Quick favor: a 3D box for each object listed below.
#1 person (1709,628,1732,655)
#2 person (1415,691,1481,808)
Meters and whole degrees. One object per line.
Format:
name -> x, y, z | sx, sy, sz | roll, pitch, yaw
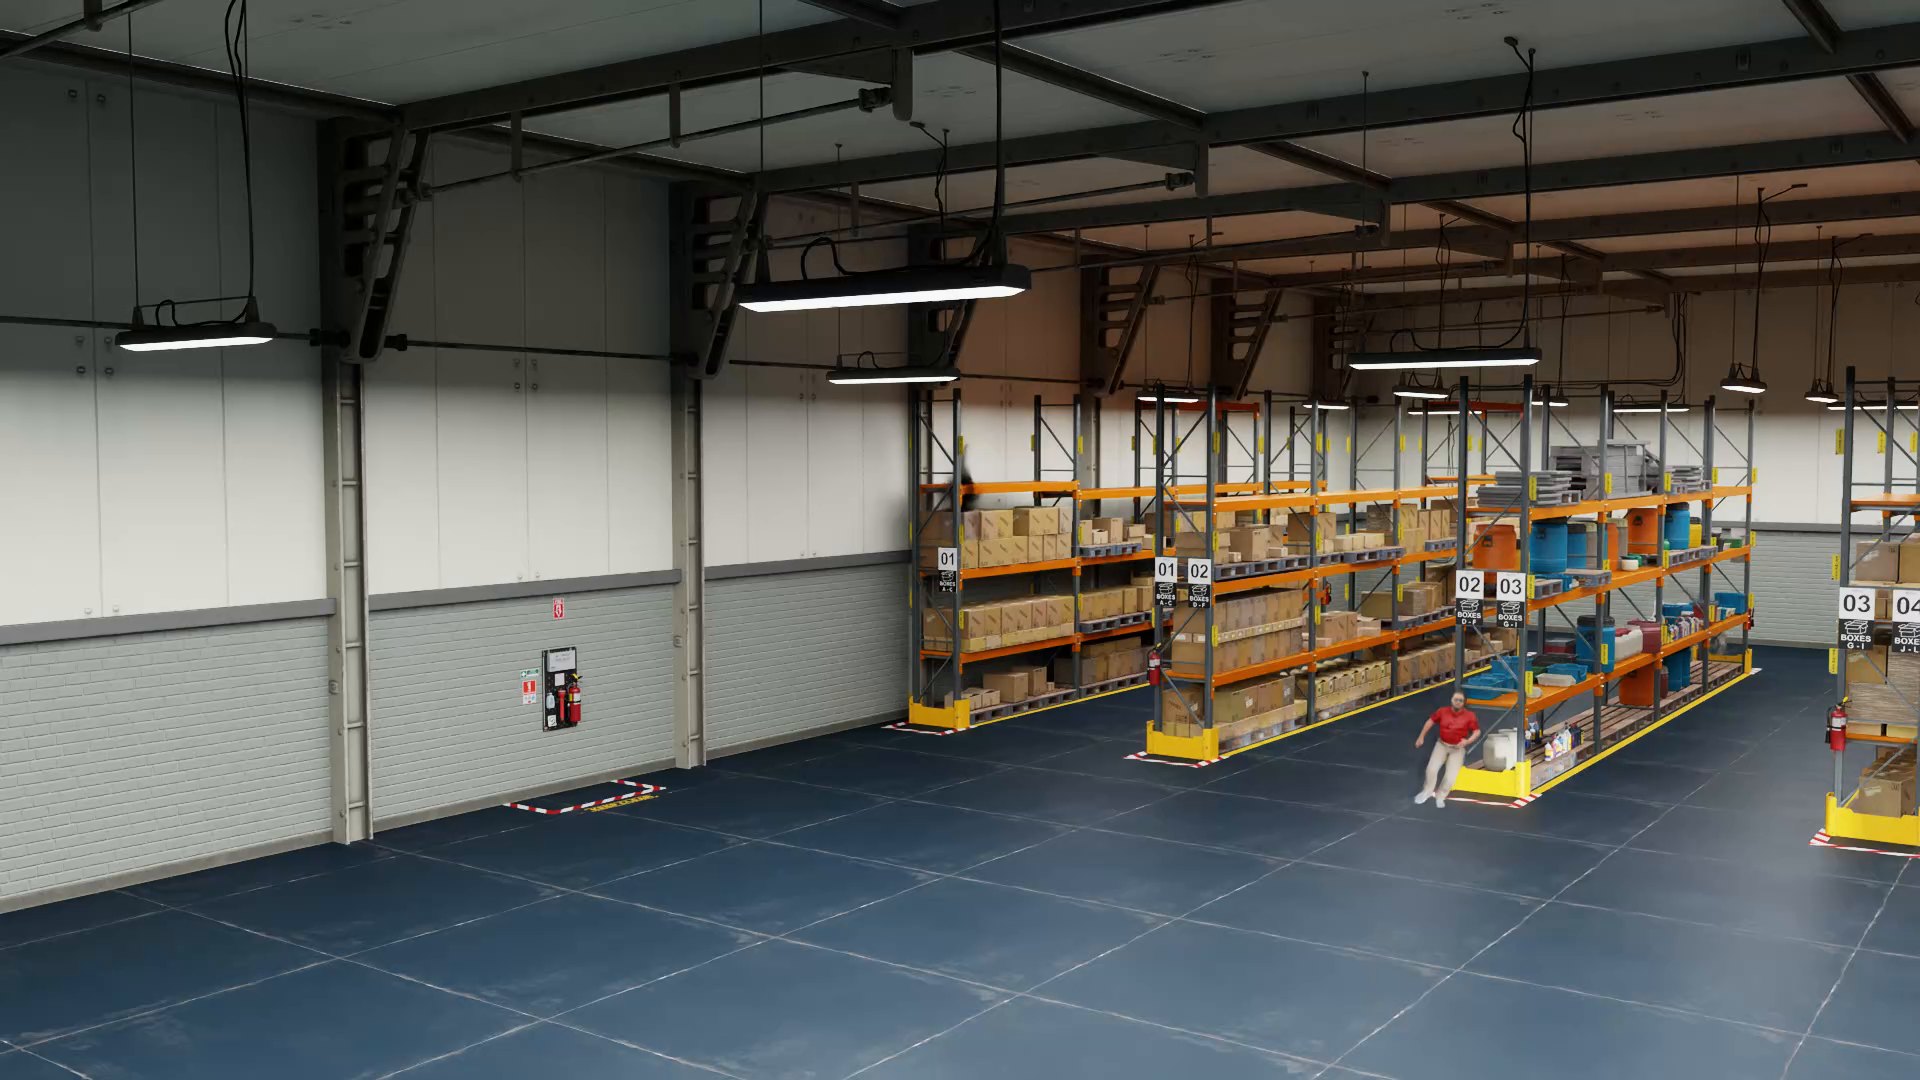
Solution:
person -> 17.286, 2.063, 38.109 | 0.612, 1.525, 0.897 | -2, 4, -29
person -> 6.716, 2.910, 22.887 | 0.866, 1.664, 0.622 | 1, 3, 16
